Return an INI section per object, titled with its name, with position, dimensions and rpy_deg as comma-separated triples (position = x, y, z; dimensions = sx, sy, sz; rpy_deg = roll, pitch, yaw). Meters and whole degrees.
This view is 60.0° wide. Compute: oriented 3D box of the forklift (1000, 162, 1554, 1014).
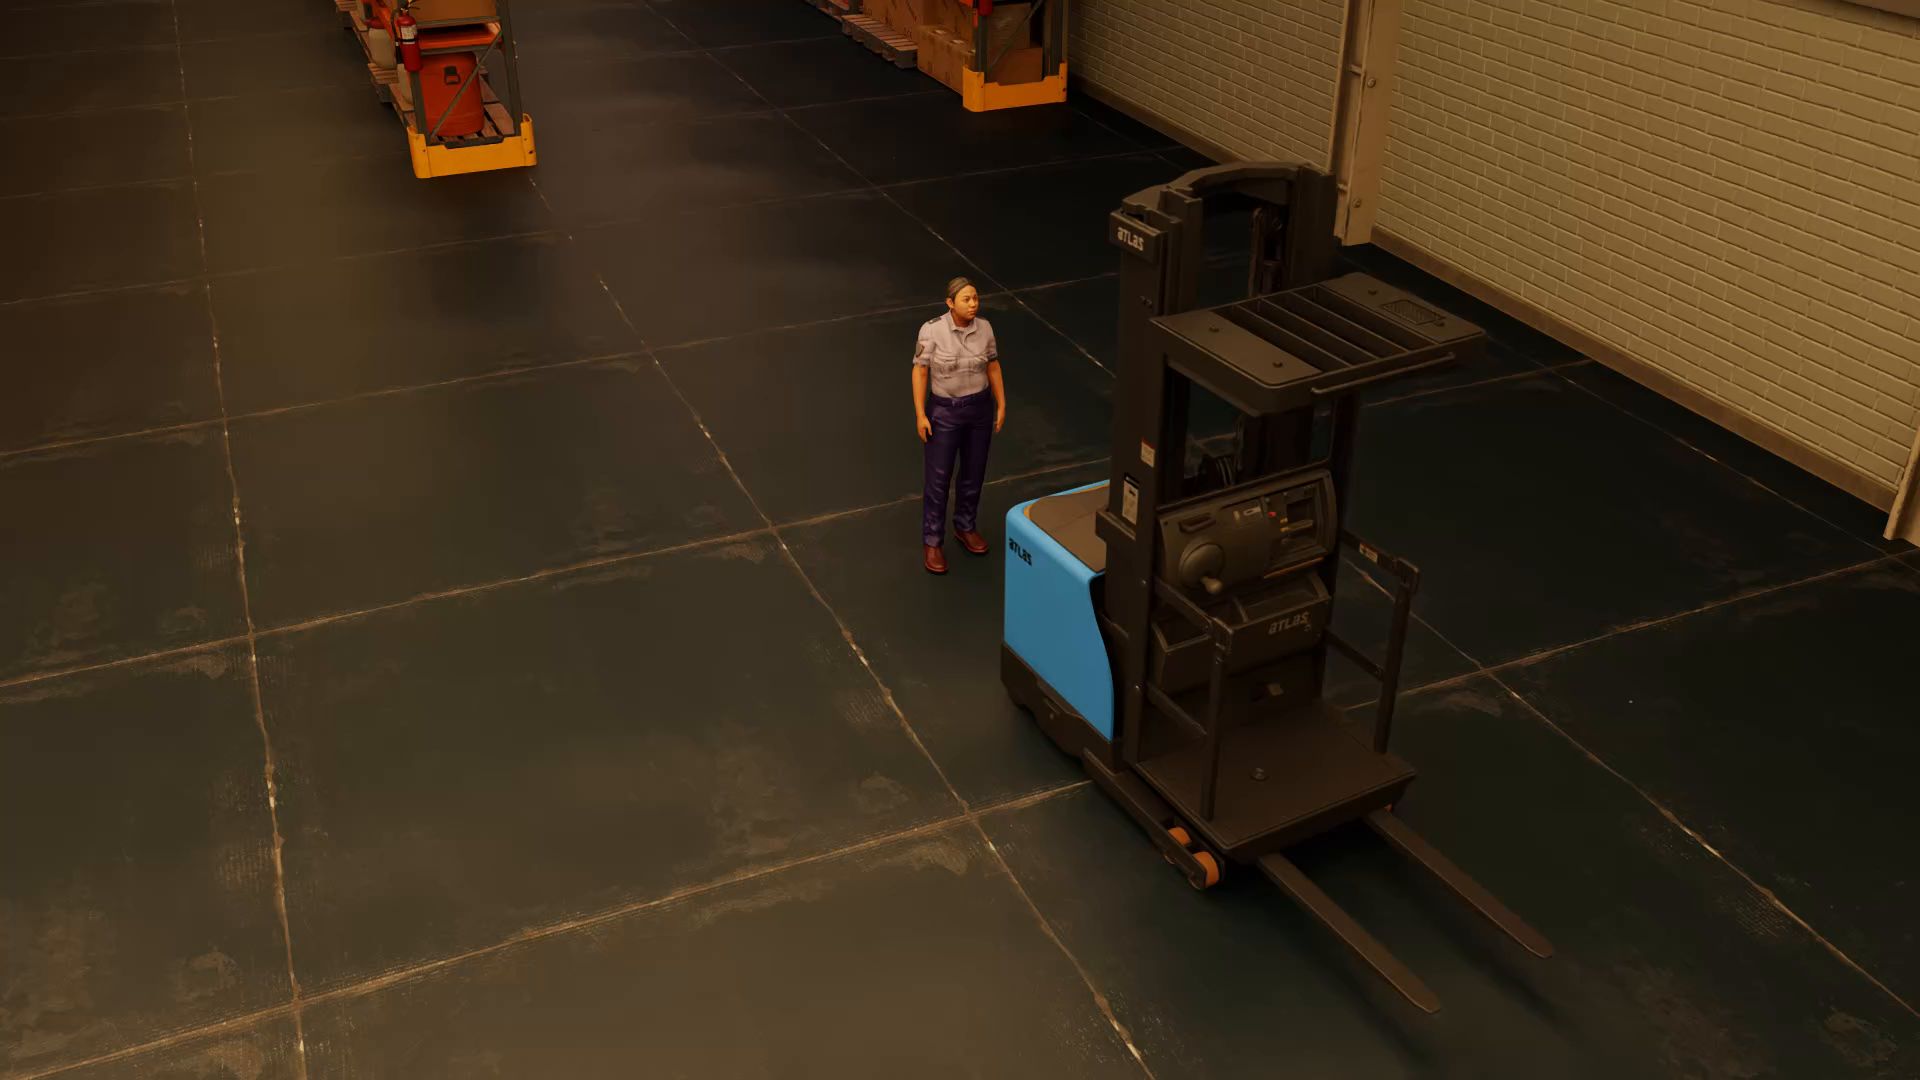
[forklift]
position = 1.370, 0.015, 7.095
dimensions = 1.130, 2.935, 3.031
rpy_deg = -16, 33, -25

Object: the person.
[person]
position = 0.015, -0.677, 9.581
dimensions = 0.599, 1.650, 0.503
rpy_deg = -12, 32, -20
